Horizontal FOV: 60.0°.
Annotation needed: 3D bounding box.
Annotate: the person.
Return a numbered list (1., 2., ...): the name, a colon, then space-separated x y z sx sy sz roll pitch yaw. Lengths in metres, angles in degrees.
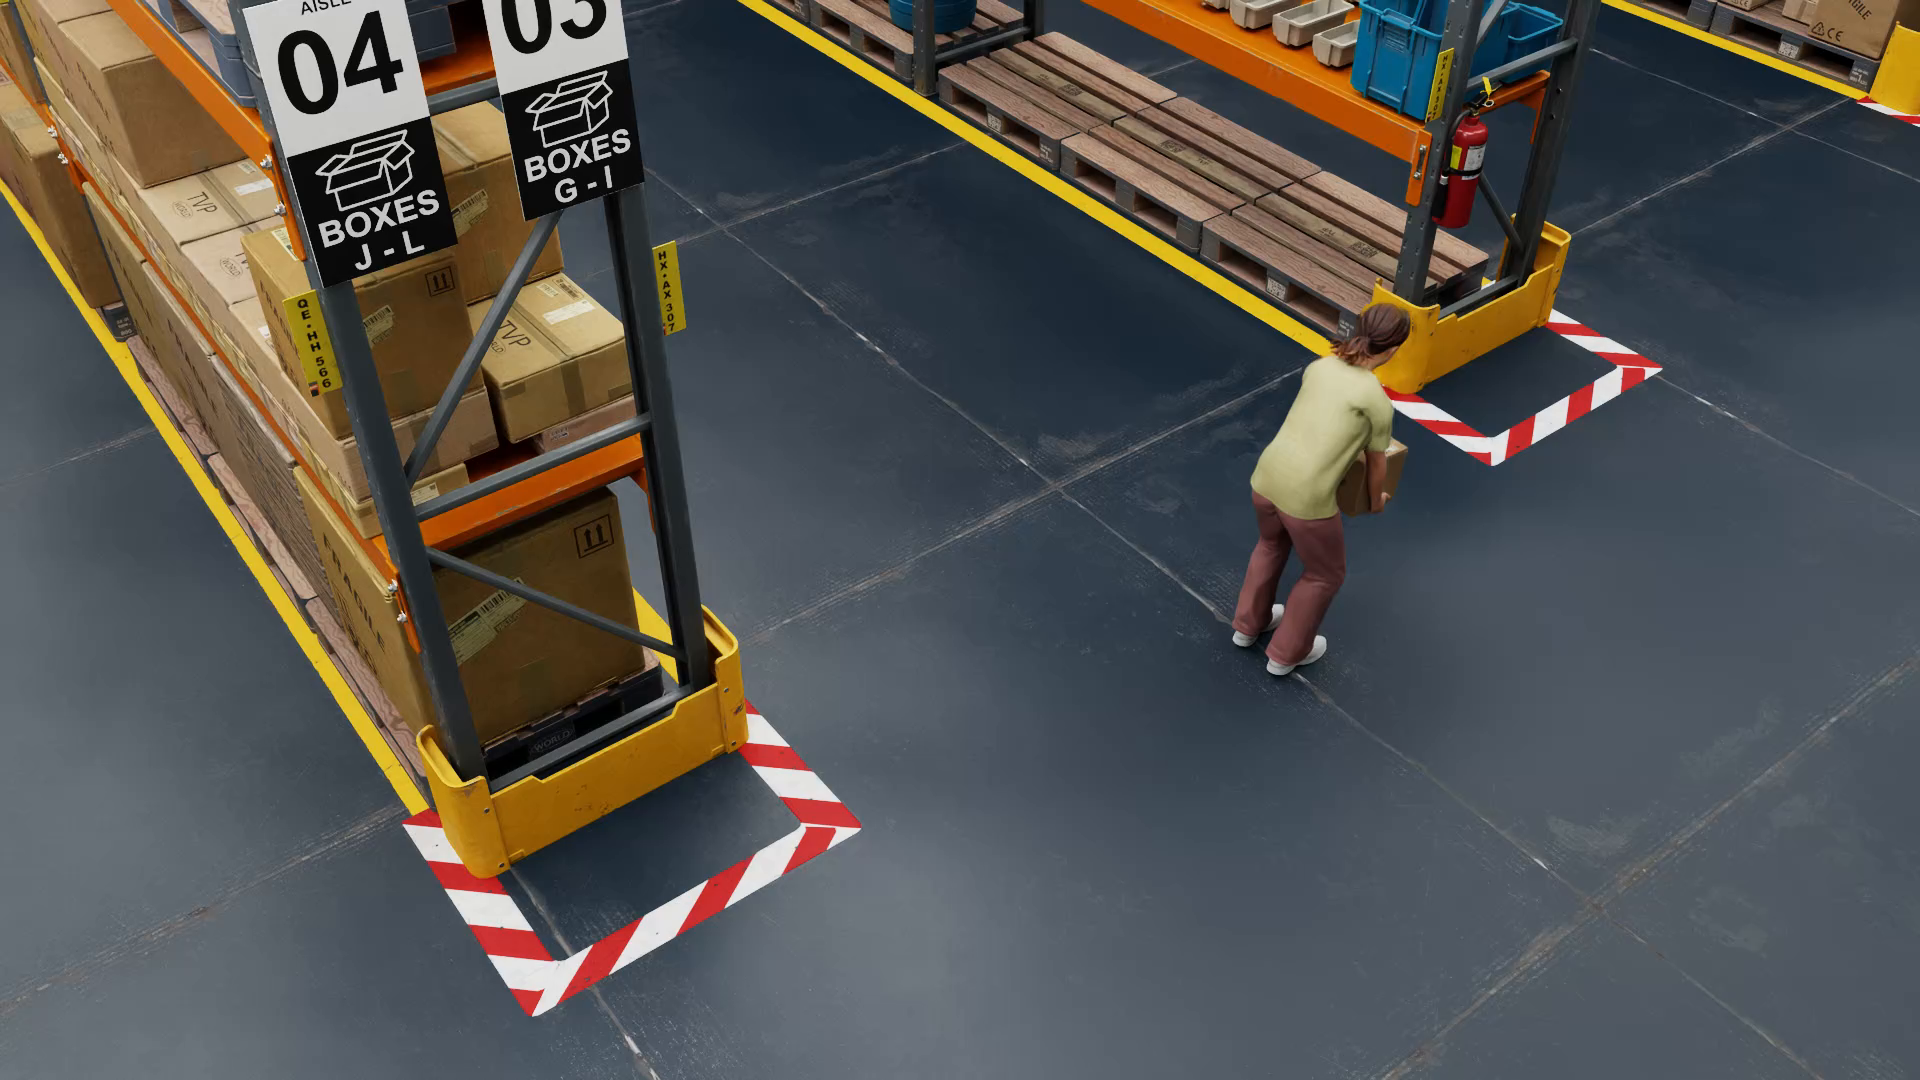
1. person: 1.416 -0.194 6.499 0.634 1.534 0.410 -27 48 -28
